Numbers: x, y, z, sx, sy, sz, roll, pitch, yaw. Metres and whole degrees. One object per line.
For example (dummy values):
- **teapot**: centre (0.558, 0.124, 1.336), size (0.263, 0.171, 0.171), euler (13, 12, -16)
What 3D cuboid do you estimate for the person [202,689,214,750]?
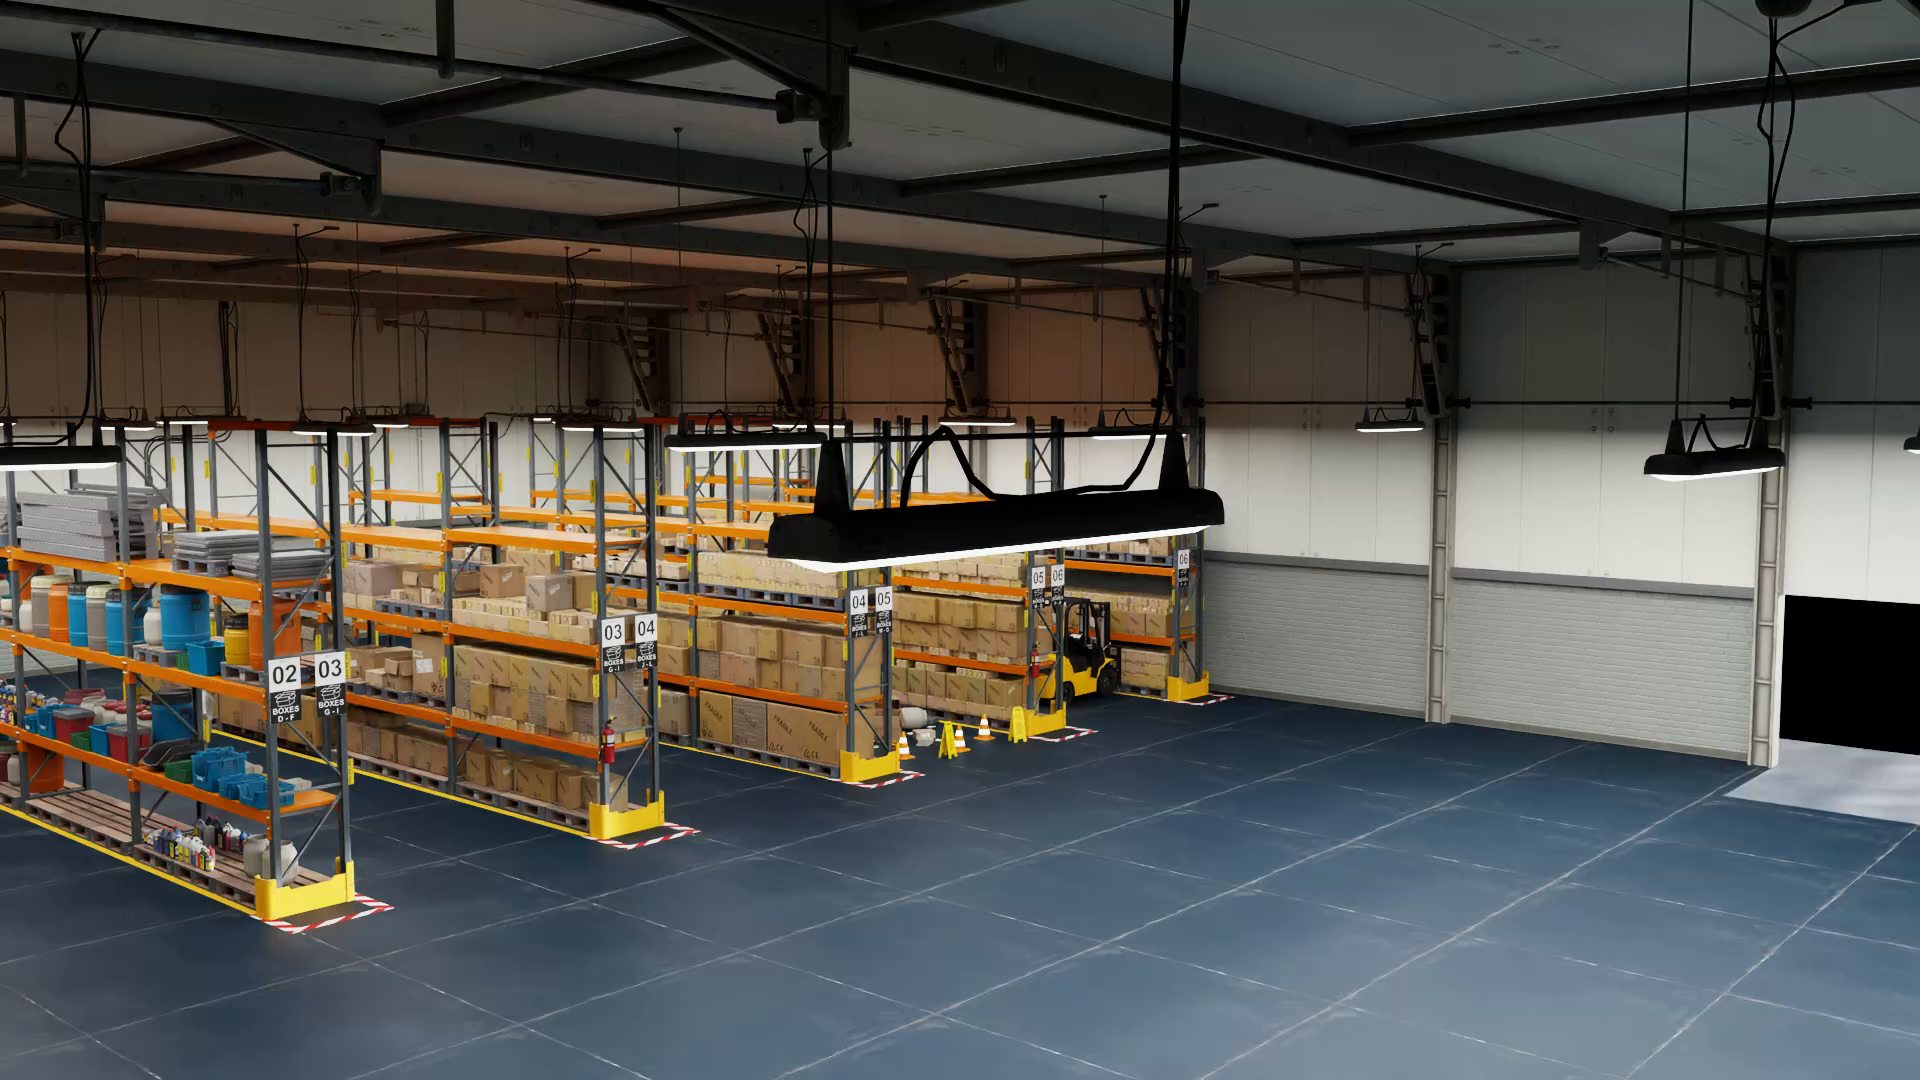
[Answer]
- **person**: centre (-13.118, 3.136, 28.826), size (0.476, 1.623, 0.329), euler (3, 6, 36)
